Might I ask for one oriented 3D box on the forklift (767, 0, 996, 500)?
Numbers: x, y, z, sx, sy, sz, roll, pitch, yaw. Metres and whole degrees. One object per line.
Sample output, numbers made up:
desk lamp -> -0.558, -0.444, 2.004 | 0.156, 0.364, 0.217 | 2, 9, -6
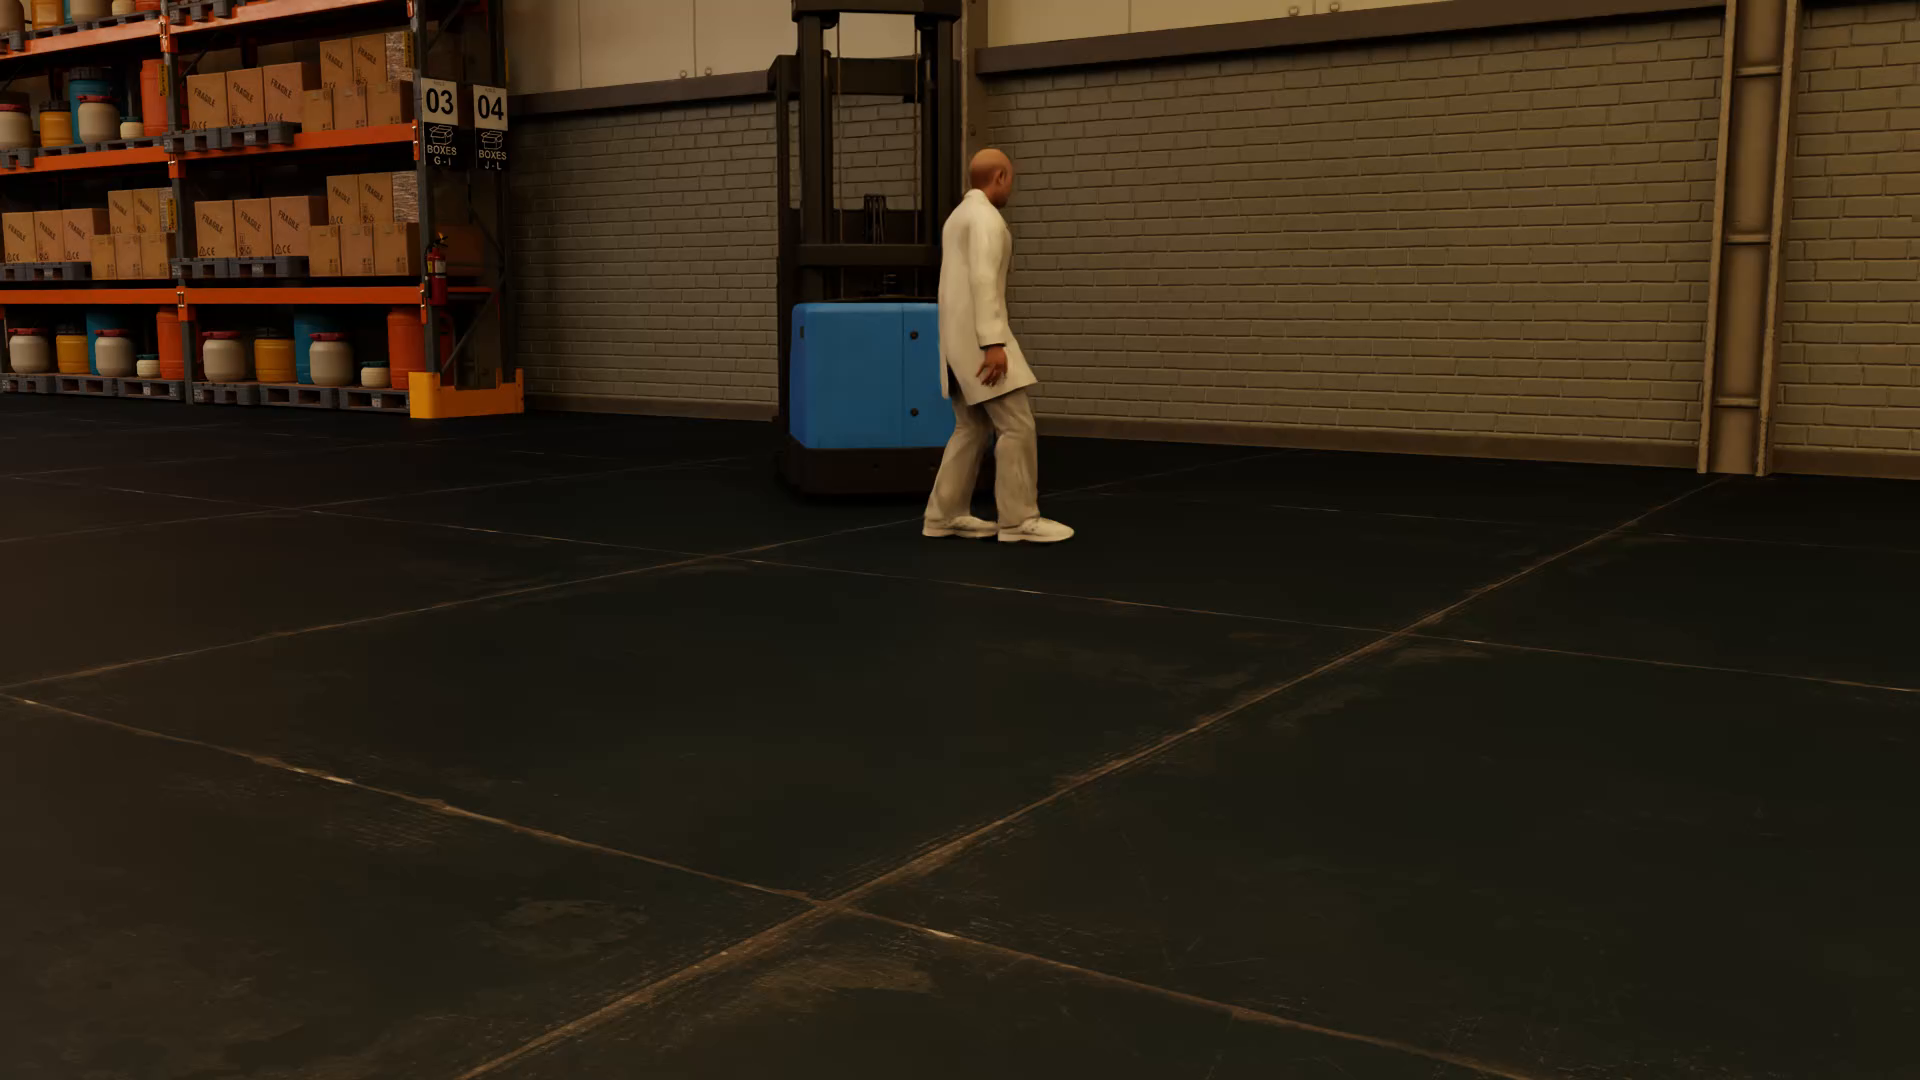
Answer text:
forklift -> -0.584, -1.842, 10.147 | 1.130, 2.935, 3.031 | -2, 8, -11

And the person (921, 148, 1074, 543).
person -> 0.139, -0.877, 7.541 | 0.599, 1.760, 0.727 | -2, 8, -16
